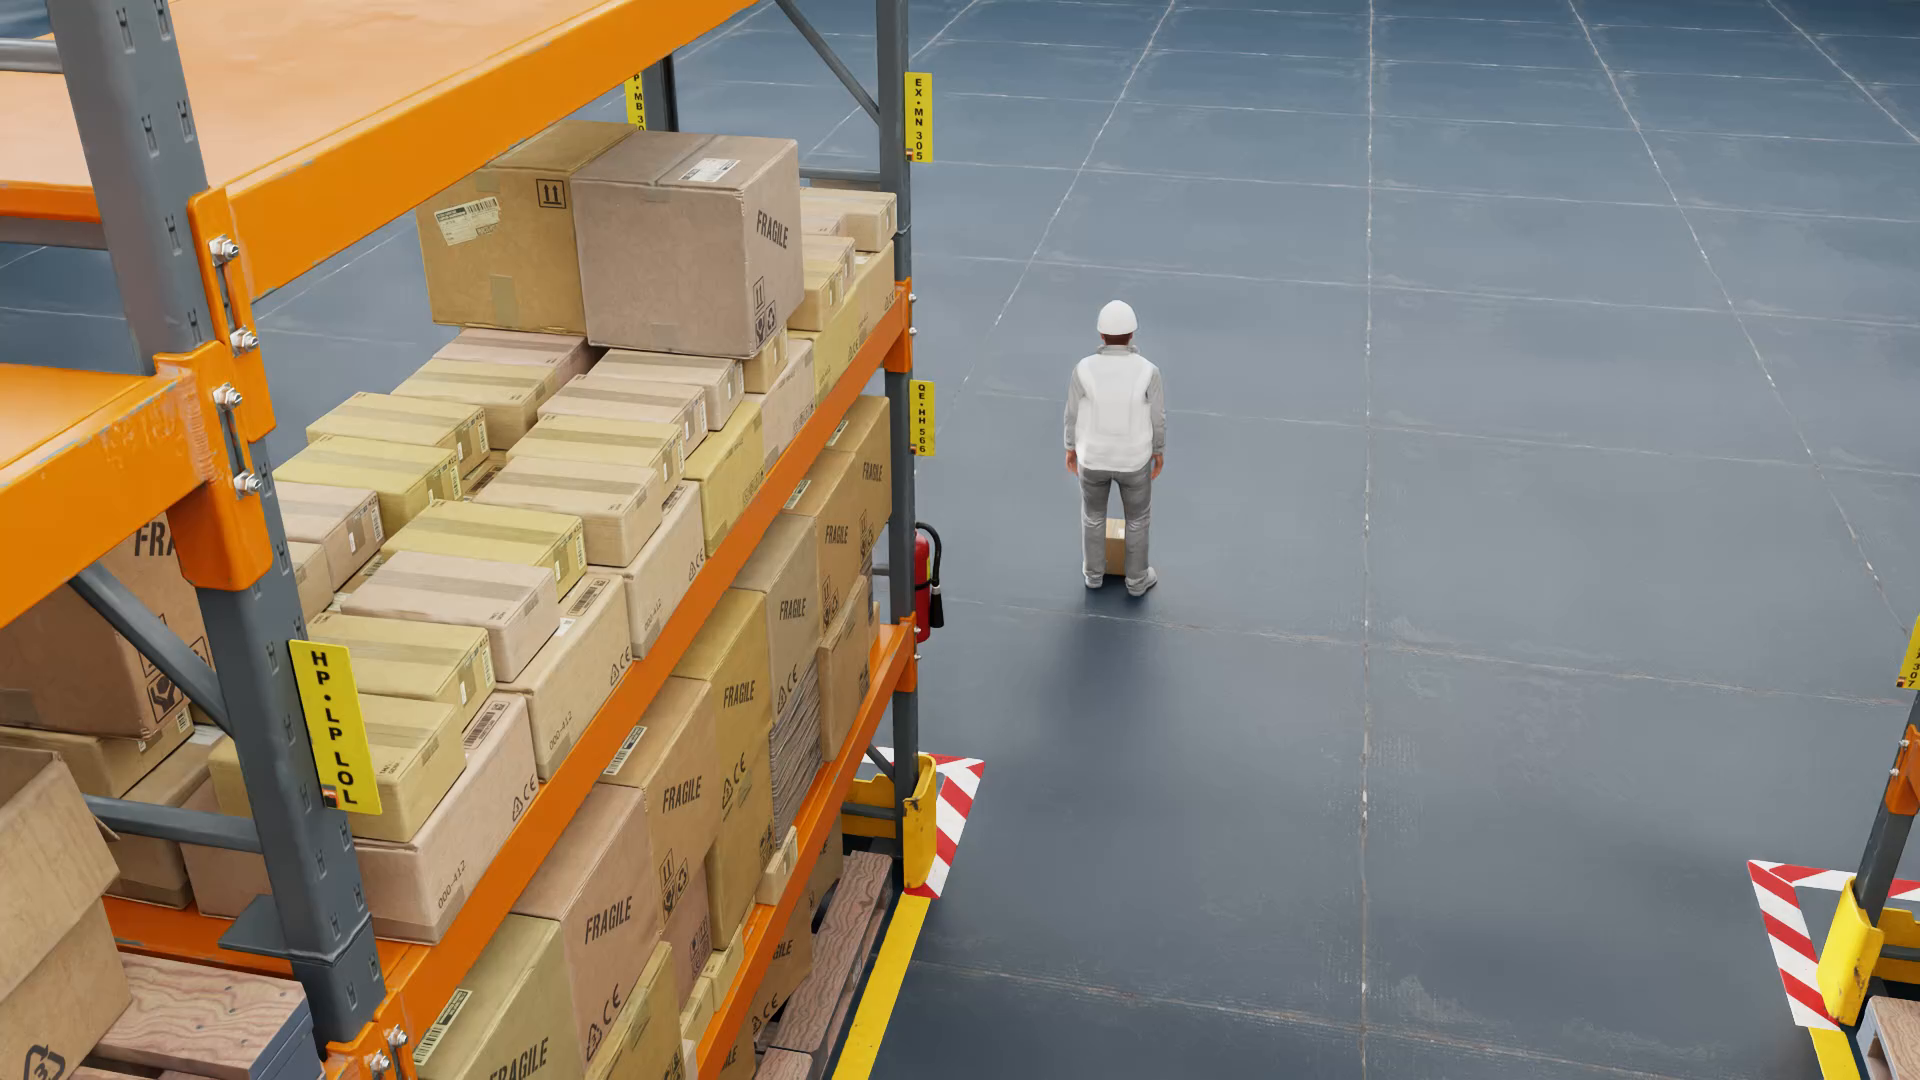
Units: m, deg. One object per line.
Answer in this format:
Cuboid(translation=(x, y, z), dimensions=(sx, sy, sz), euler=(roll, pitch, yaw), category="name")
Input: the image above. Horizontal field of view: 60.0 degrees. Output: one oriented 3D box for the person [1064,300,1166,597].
Cuboid(translation=(0.883, -0.506, 9.523), dimensions=(0.581, 1.769, 0.476), euler=(4, 29, 8), category="person")
